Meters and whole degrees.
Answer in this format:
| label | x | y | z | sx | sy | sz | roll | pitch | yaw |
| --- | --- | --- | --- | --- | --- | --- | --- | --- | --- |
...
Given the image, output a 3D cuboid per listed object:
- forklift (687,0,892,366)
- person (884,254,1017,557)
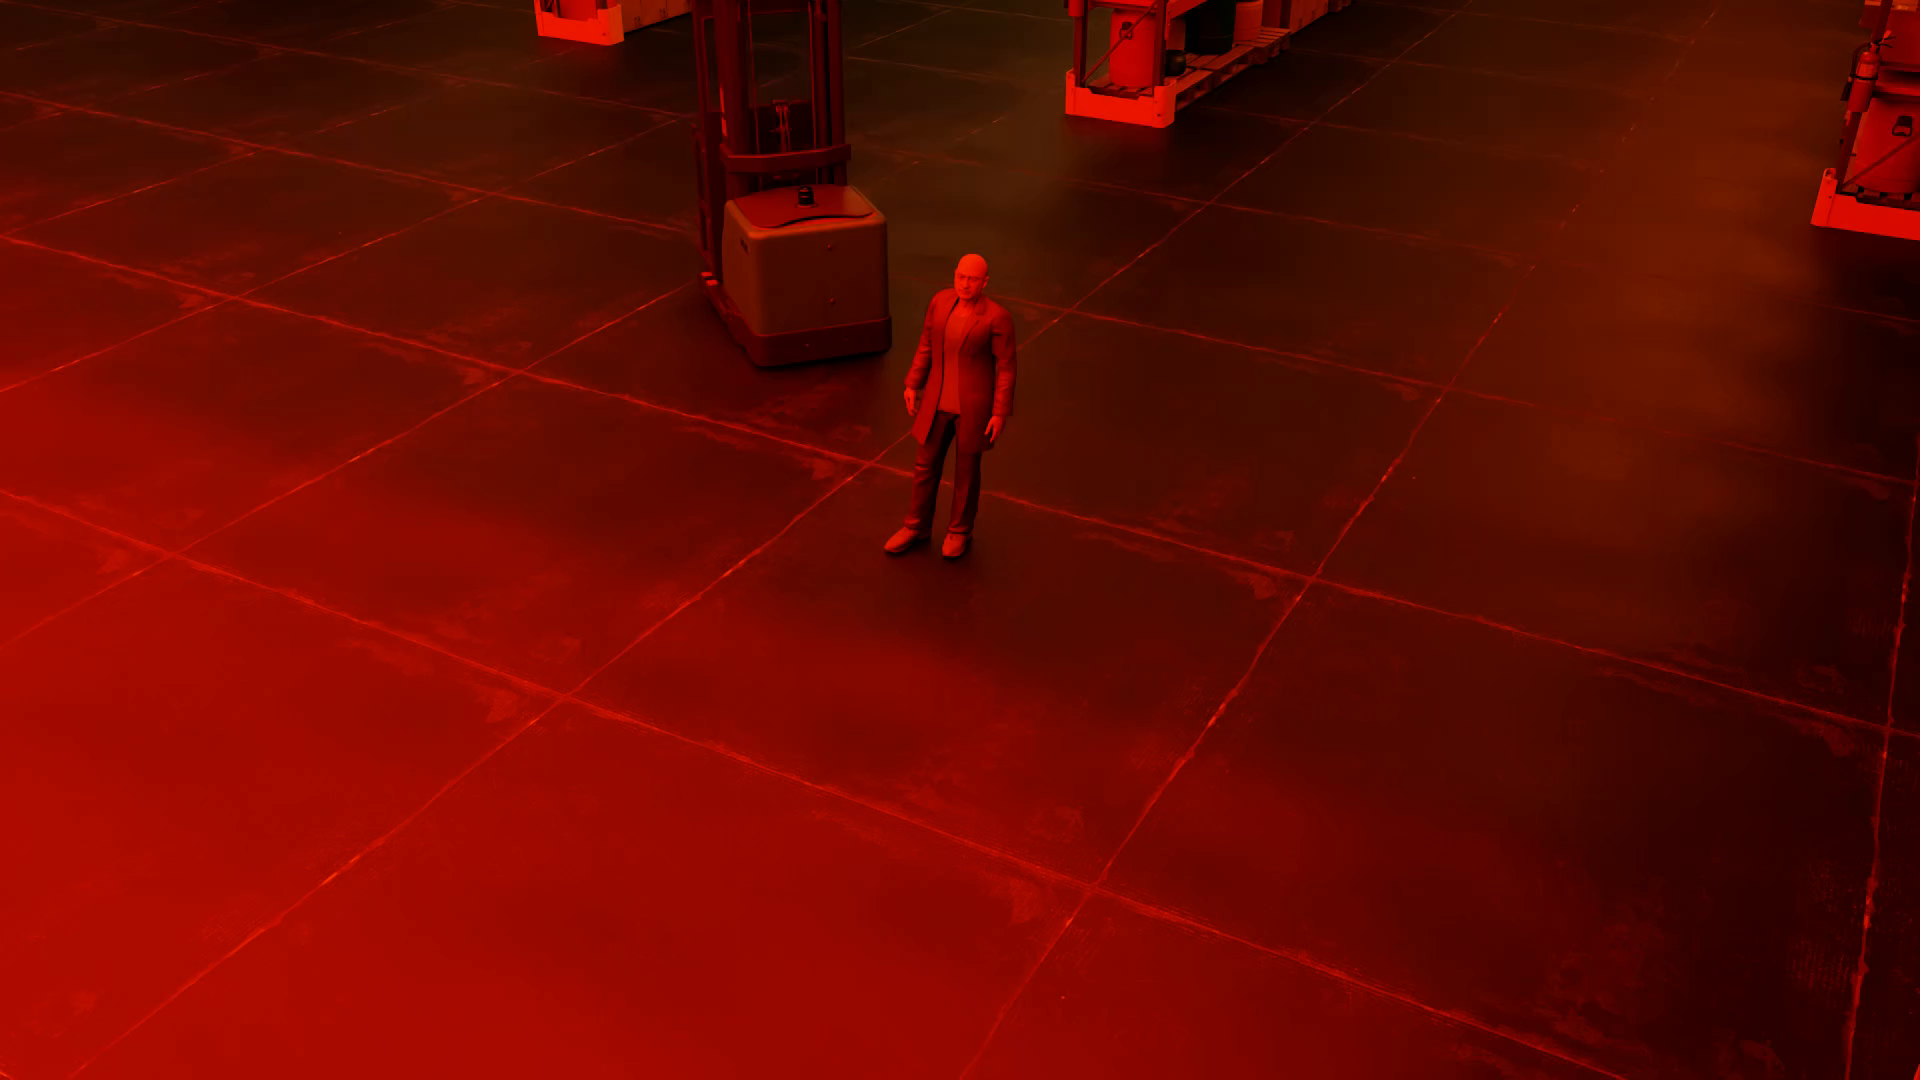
| label | x | y | z | sx | sy | sz | roll | pitch | yaw |
| --- | --- | --- | --- | --- | --- | --- | --- | --- | --- |
| forklift | -1.488 | -3.248 | 12.698 | 1.130 | 2.935 | 3.031 | -10 | 32 | -17 |
| person | -0.048 | -0.737 | 9.487 | 0.698 | 1.778 | 0.579 | 15 | 33 | 25 |
